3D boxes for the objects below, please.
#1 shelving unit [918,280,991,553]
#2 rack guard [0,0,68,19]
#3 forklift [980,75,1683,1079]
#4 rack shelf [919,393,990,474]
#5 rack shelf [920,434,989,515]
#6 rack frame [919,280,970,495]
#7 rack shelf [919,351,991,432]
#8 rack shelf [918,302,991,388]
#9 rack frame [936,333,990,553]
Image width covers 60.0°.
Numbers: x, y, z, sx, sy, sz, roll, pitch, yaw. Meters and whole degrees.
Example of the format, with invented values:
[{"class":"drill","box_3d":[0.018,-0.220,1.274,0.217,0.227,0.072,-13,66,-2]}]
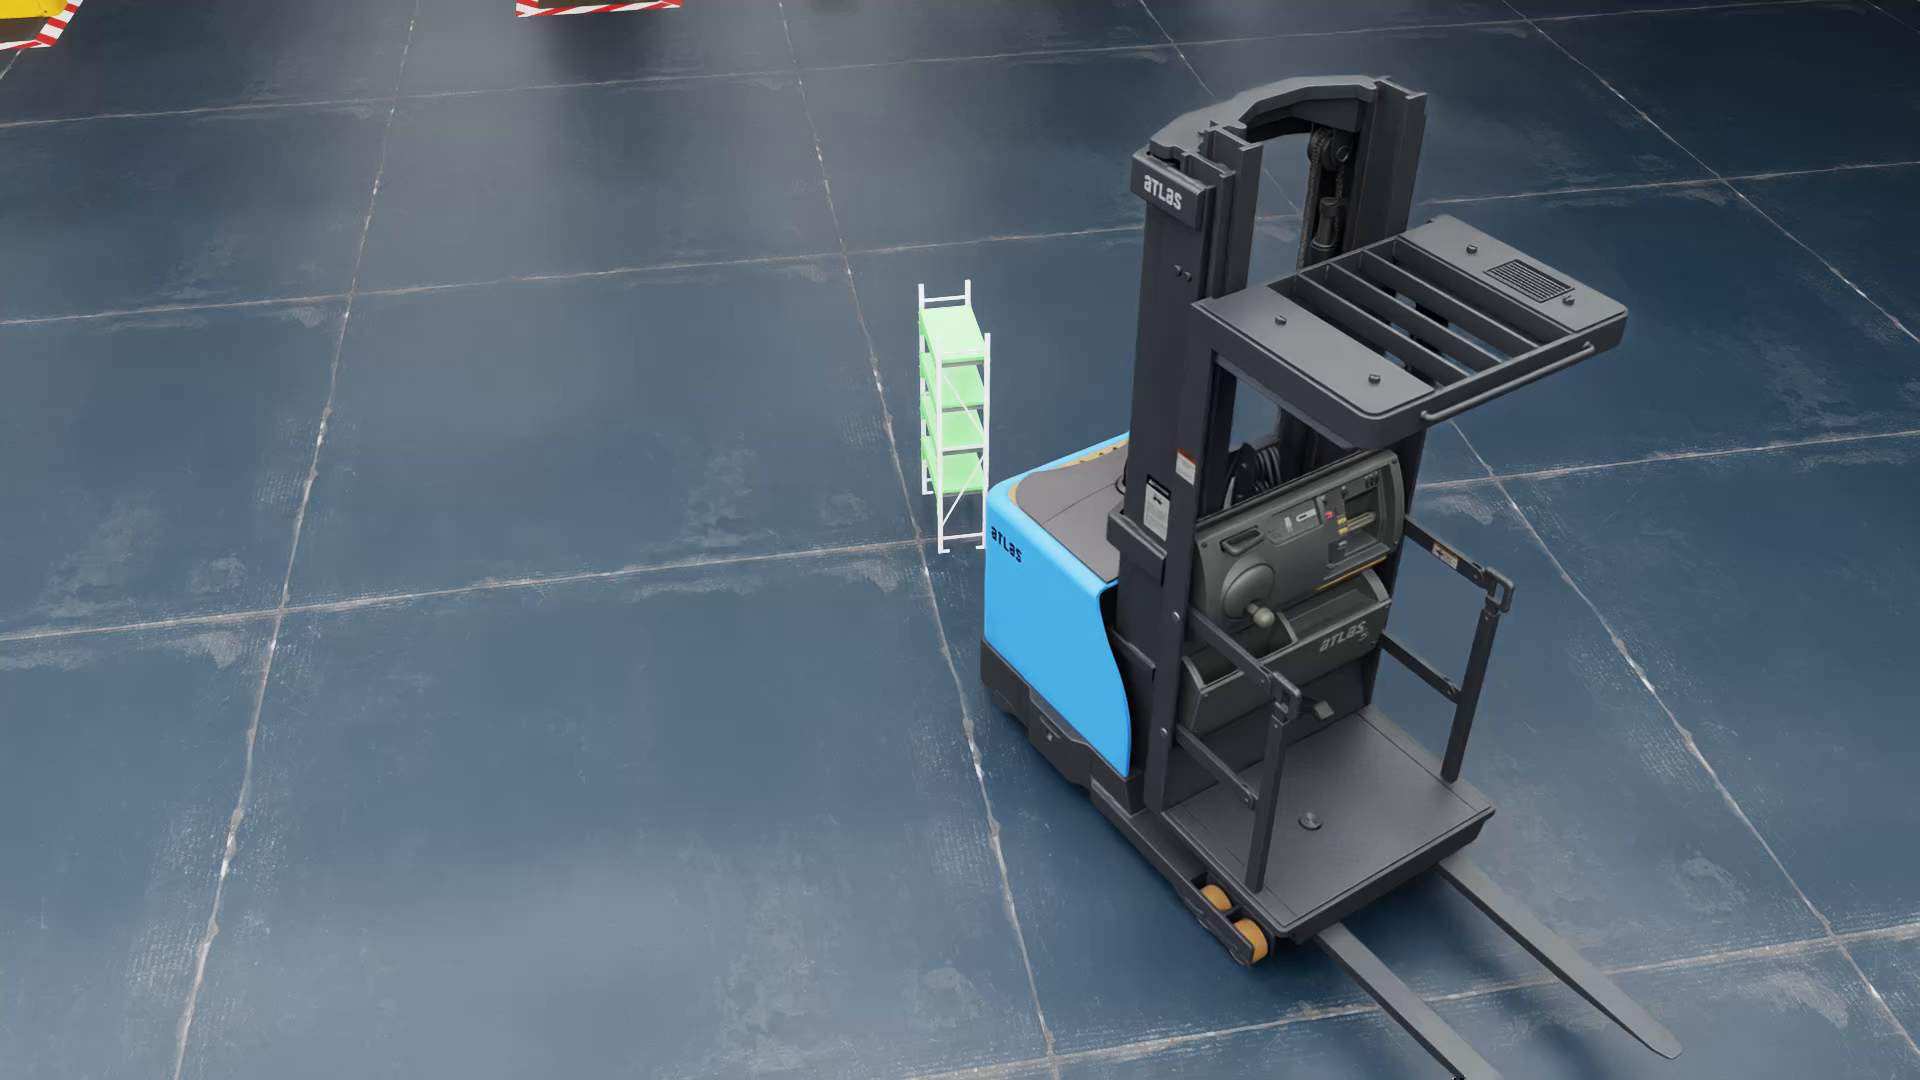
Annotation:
[{"class":"shelving unit","box_3d":[-0.029,-0.574,7.911,0.258,1.200,0.503,-6,38,-8]},{"class":"rack guard","box_3d":[-8.032,-4.561,13.613,1.175,0.500,0.348,-6,38,-8]},{"class":"forklift","box_3d":[1.317,0.071,5.669,1.130,2.935,3.031,-22,43,-26]},{"class":"rack shelf","box_3d":[-0.029,-0.523,7.950,0.258,0.148,0.480,-6,38,-8]},{"class":"rack shelf","box_3d":[-0.029,-0.334,8.097,0.258,0.148,0.480,-6,38,-8]},{"class":"rack frame","box_3d":[-0.072,-0.721,8.100,0.240,1.200,0.015,-6,38,-8]},{"class":"rack shelf","box_3d":[-0.029,-0.713,7.802,0.258,0.148,0.480,-6,38,-8]},{"class":"rack shelf","box_3d":[-0.029,-0.902,7.655,0.258,0.148,0.480,-6,38,-8]},{"class":"rack frame","box_3d":[0.014,-0.426,7.721,0.240,1.200,0.015,-6,38,-8]}]
